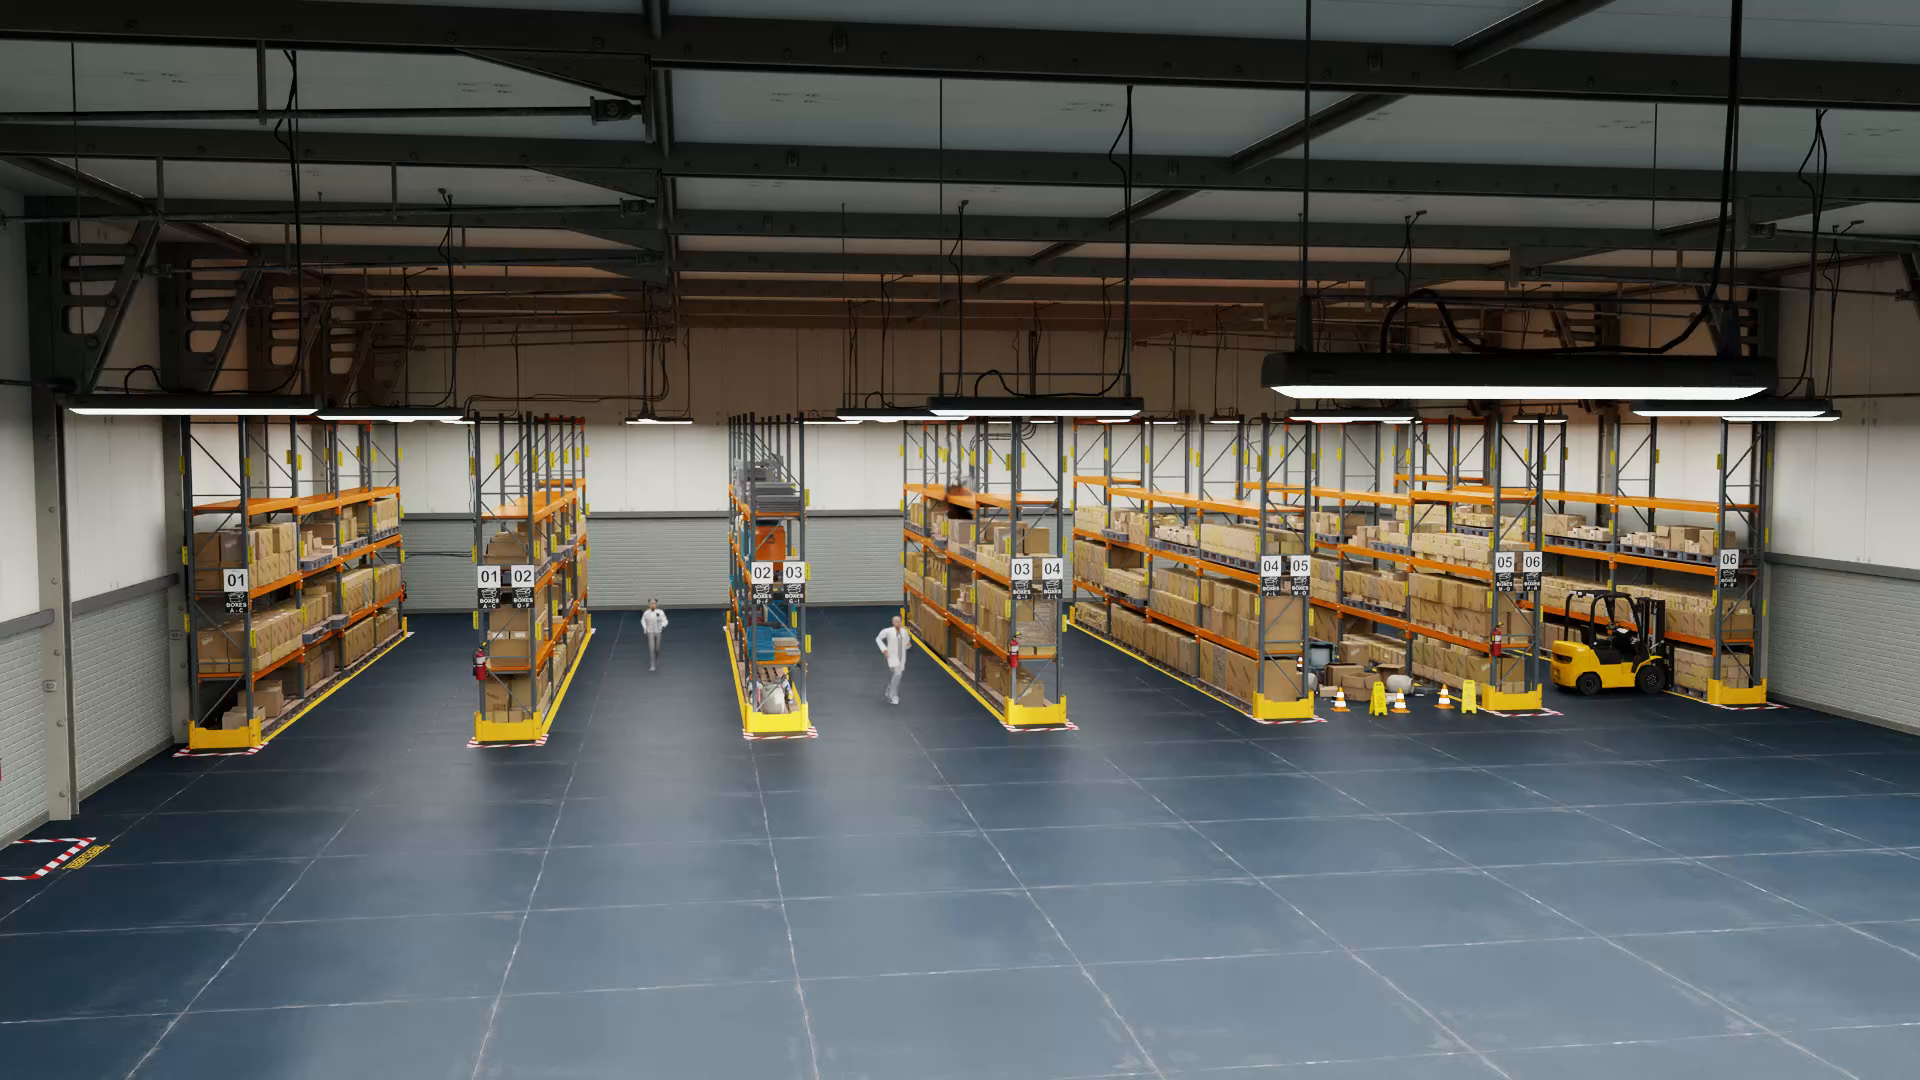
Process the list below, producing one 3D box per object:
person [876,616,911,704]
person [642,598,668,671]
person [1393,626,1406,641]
[{"bbox_3d":[-1.326,2.498,34.573,0.681,1.837,0.829,-3,5,-36],"label":"person"},{"bbox_3d":[-7.173,2.195,39.099,0.610,1.694,0.840,-1,4,-8],"label":"person"},{"bbox_3d":[11.572,1.869,43.722,0.695,1.783,0.667,-1,4,-9],"label":"person"}]
